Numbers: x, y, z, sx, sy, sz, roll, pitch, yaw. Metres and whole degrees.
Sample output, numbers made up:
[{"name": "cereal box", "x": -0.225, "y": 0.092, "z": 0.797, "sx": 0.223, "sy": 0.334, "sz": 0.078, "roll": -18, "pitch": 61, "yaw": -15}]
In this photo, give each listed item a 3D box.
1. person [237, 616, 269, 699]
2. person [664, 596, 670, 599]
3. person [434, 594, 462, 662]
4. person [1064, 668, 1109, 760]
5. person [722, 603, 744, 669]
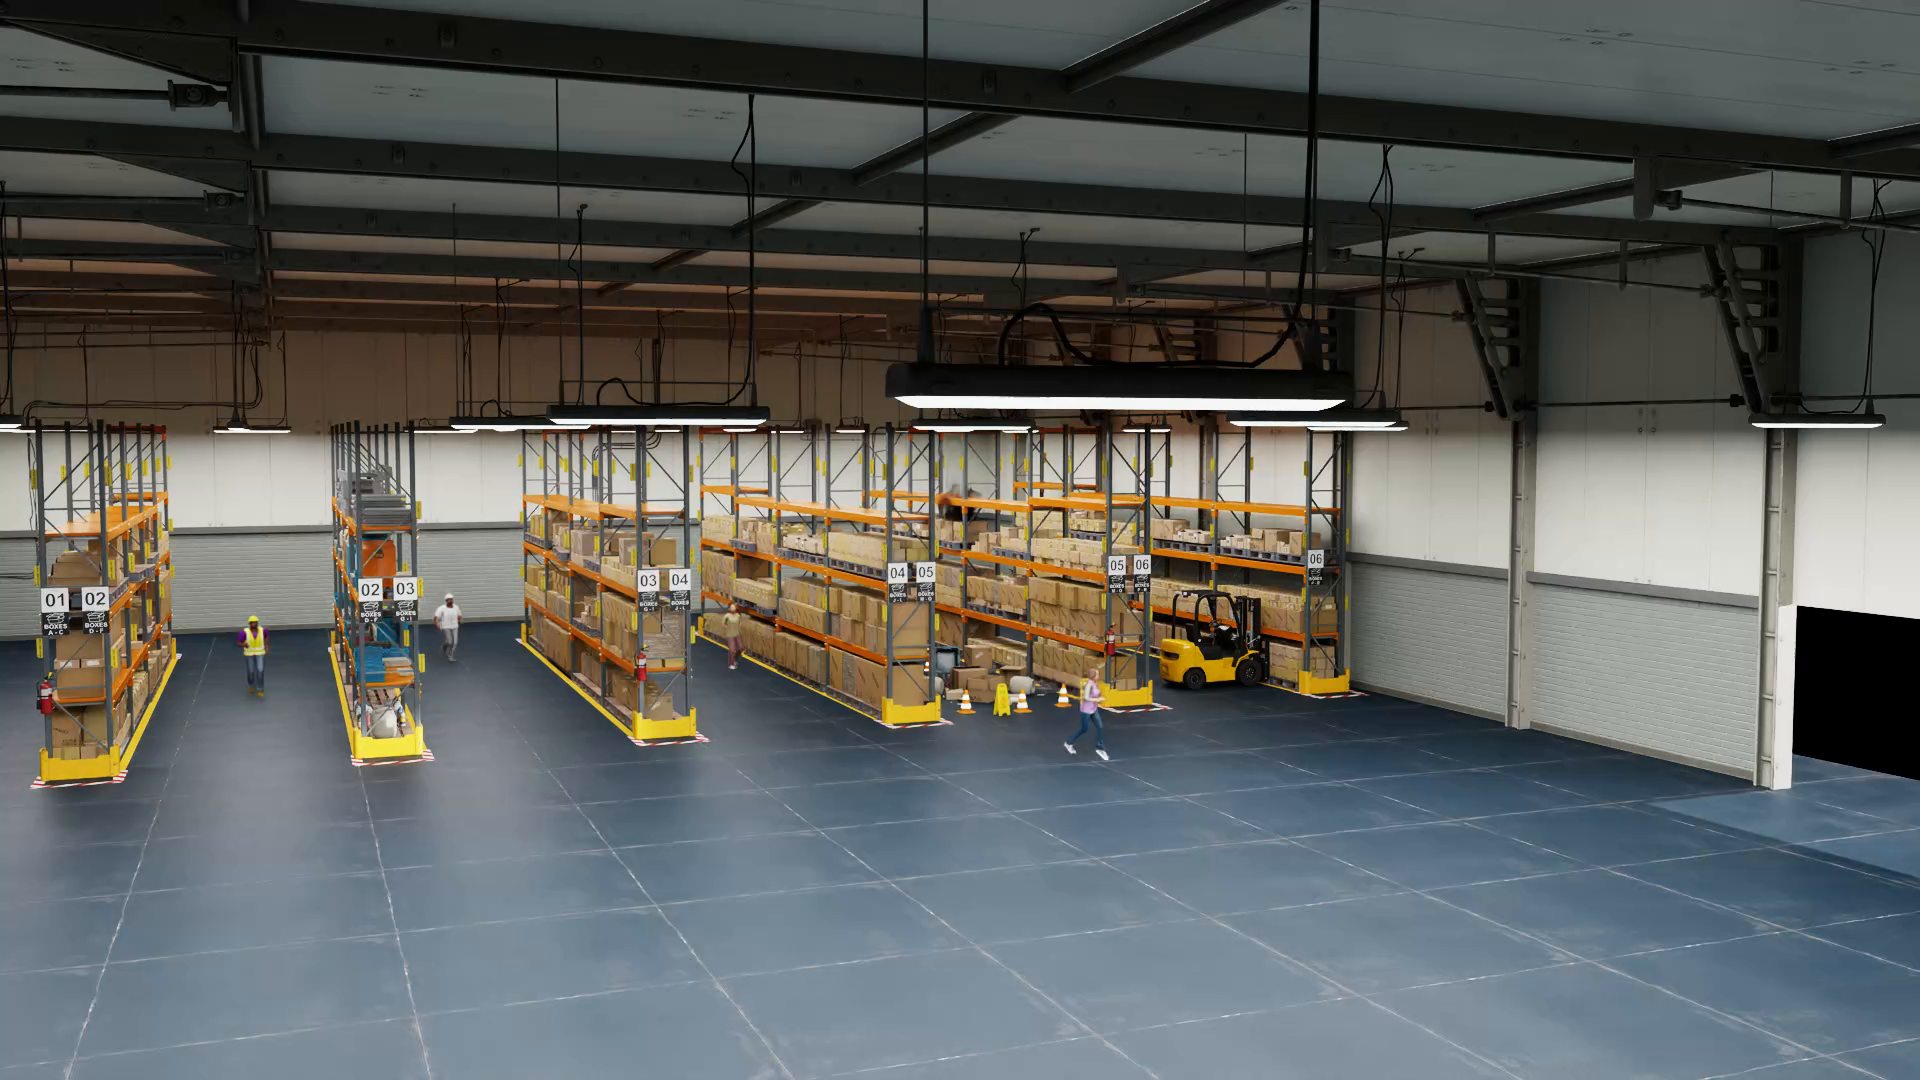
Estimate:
[{"name": "person", "x": -15.527, "y": 2.547, "z": 36.544, "sx": 0.640, "sy": 1.796, "sz": 0.890, "roll": -2, "pitch": 4, "yaw": -25}, {"name": "person", "x": -8.020, "y": 2.036, "z": 45.732, "sx": 0.550, "sy": 1.689, "sz": 0.809, "roll": -1, "pitch": 4, "yaw": -20}, {"name": "person", "x": -12.947, "y": 2.230, "z": 42.201, "sx": 0.702, "sy": 1.718, "sz": 0.584, "roll": -3, "pitch": 5, "yaw": -38}, {"name": "person", "x": 2.254, "y": 3.086, "z": 29.587, "sx": 0.868, "sy": 1.607, "sz": 0.562, "roll": 2, "pitch": 4, "yaw": 26}, {"name": "person", "x": -5.527, "y": 2.350, "z": 40.680, "sx": 0.568, "sy": 1.626, "sz": 0.542, "roll": -2, "pitch": 4, "yaw": -29}]
